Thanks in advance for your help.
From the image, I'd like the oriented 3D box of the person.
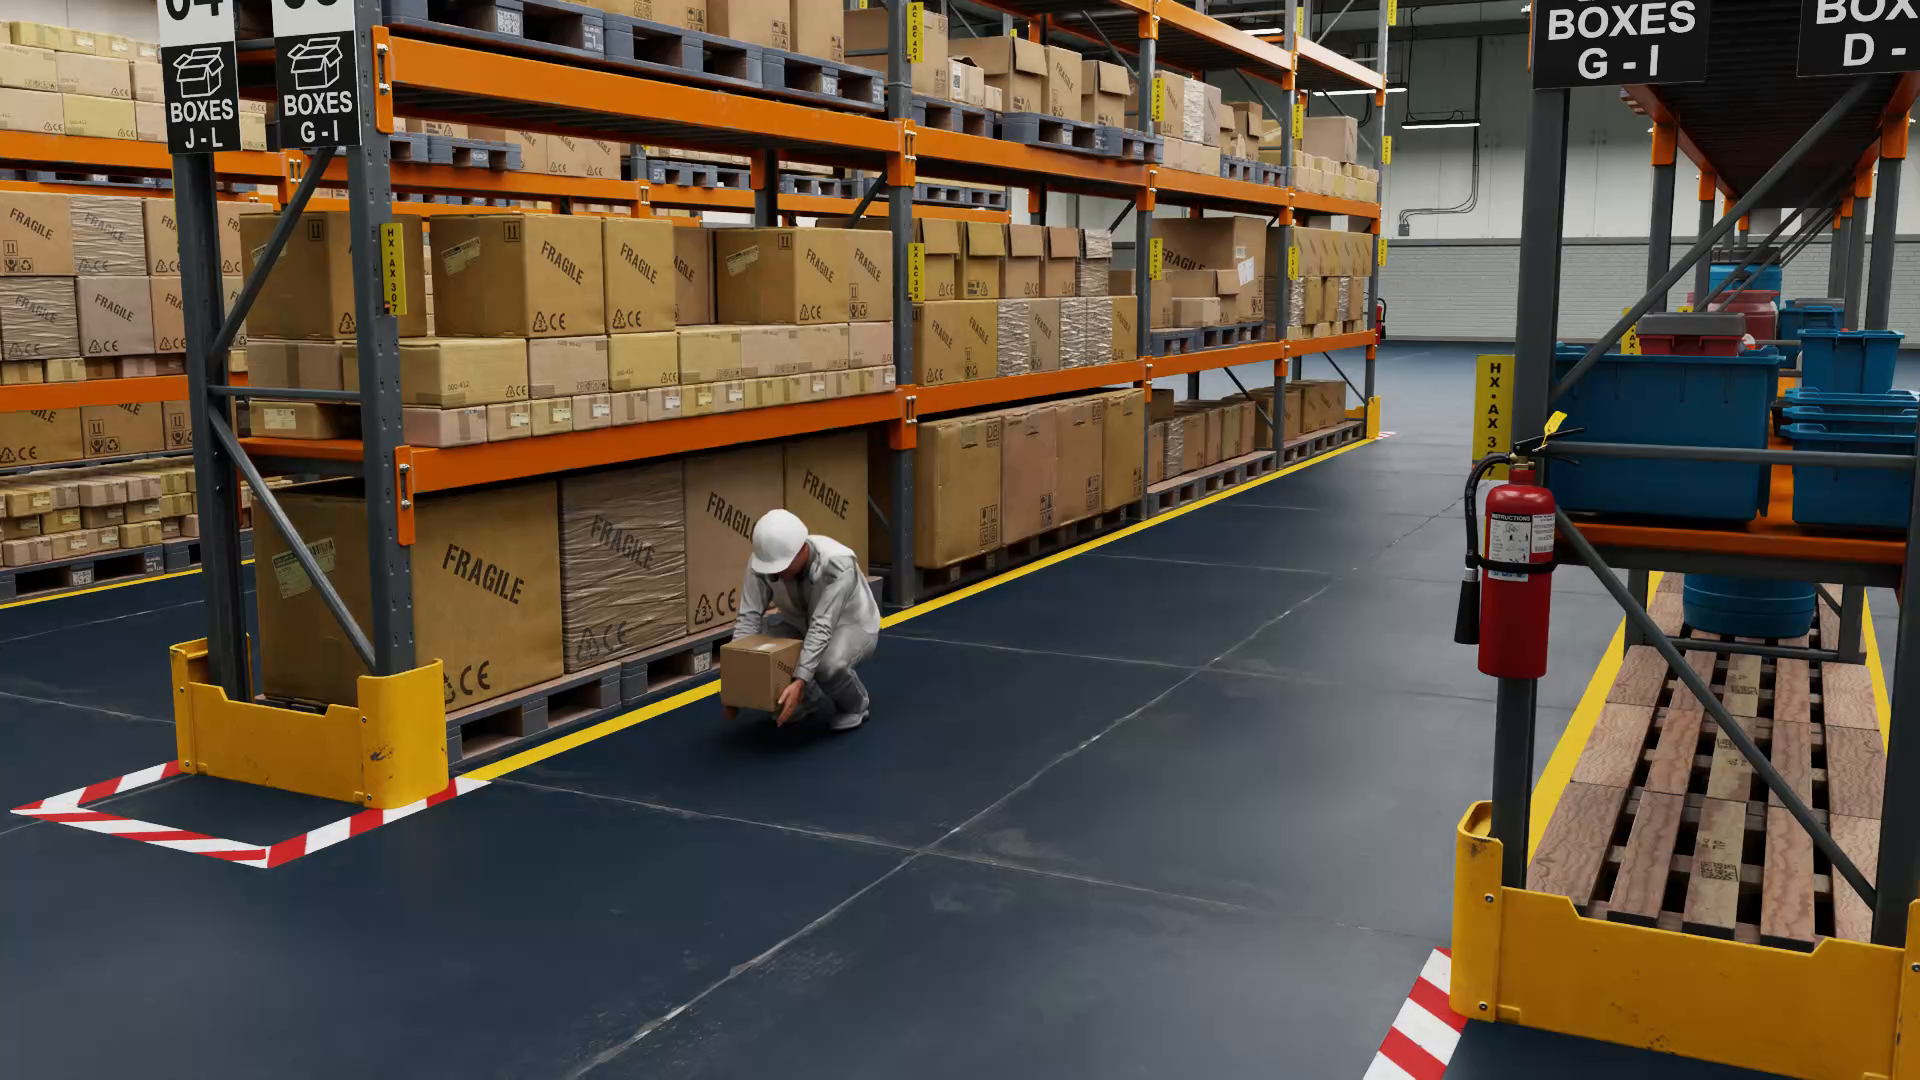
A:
[{"bbox_3d":[-0.670,0.333,7.167,0.524,1.010,0.883,4,10,25],"label":"person"}]
